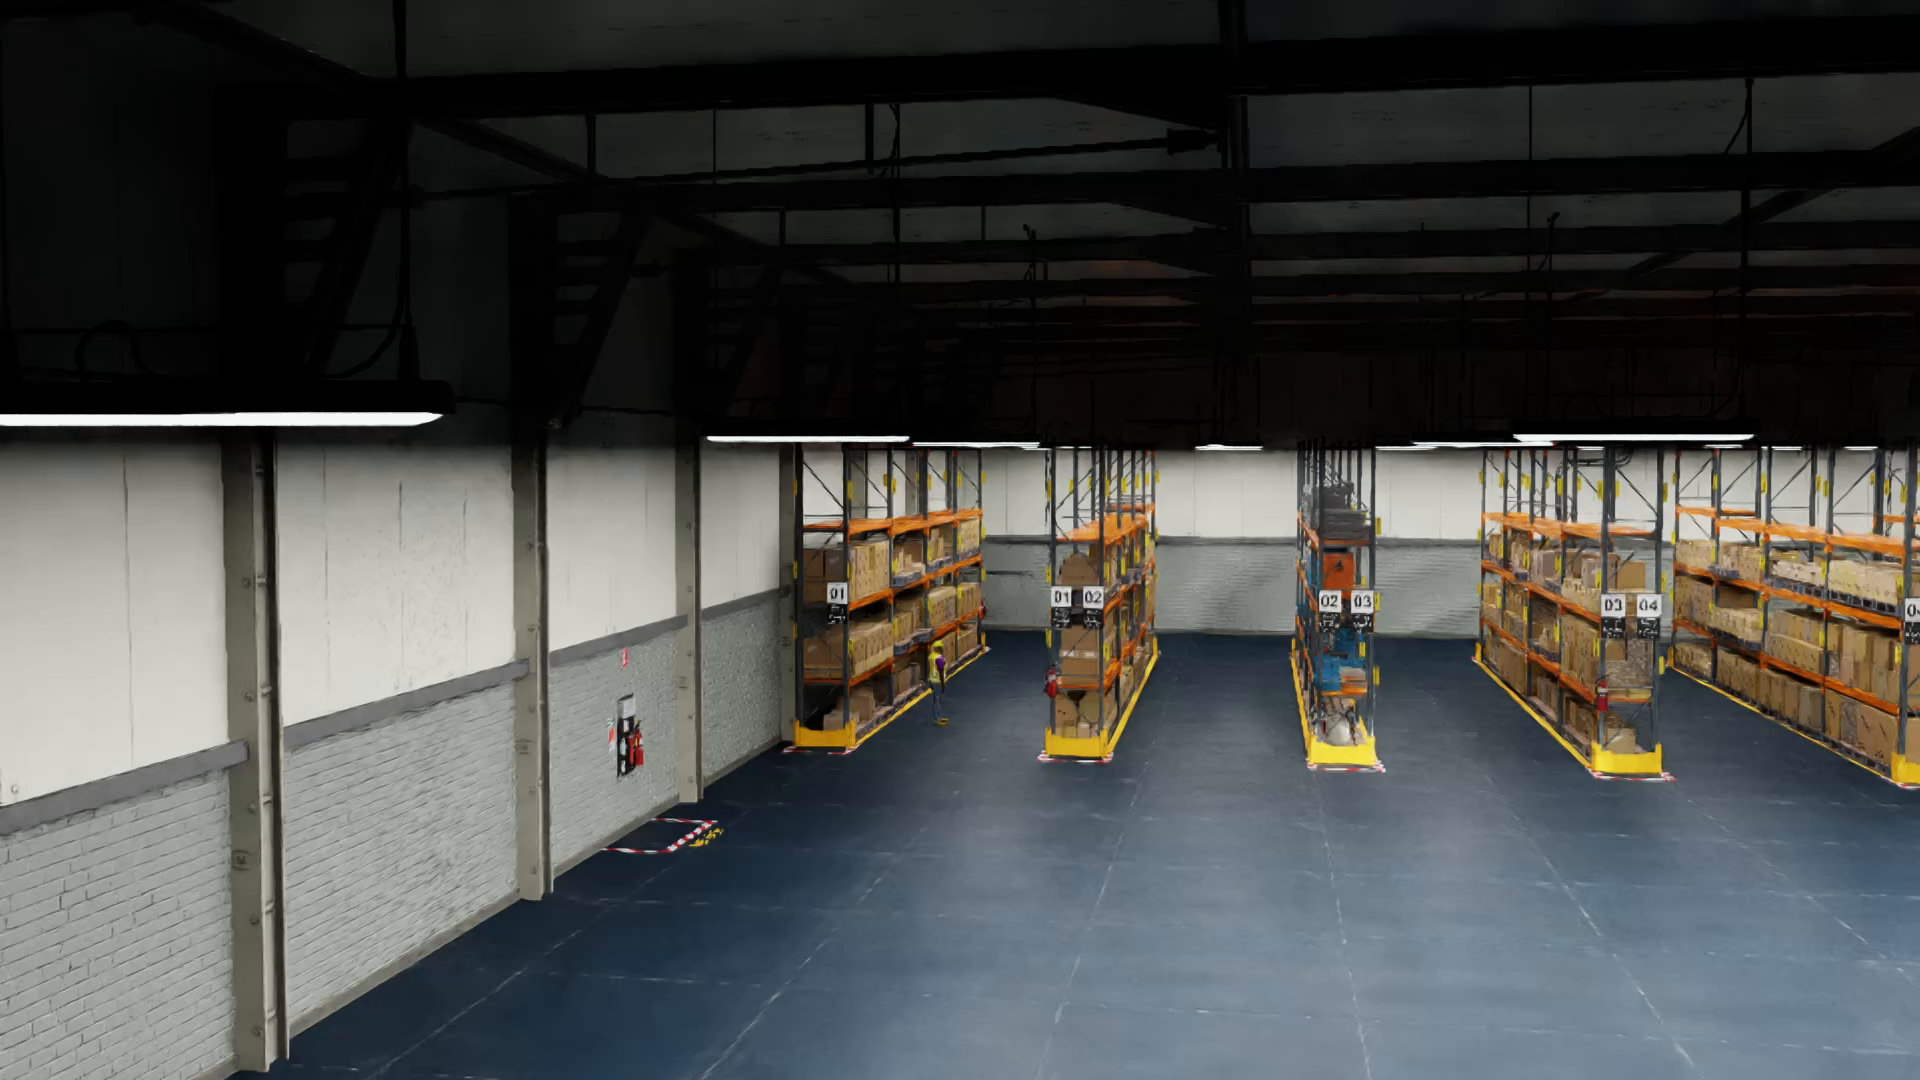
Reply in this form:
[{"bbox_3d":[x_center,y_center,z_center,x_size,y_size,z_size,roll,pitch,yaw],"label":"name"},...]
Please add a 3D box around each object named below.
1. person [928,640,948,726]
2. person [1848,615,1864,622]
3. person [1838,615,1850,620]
[{"bbox_3d":[-0.422,2.975,34.883,0.447,1.771,0.632,-1,3,-20],"label":"person"},{"bbox_3d":[25.540,2.381,47.415,0.683,1.662,0.837,0,3,-6],"label":"person"},{"bbox_3d":[21.862,2.697,41.211,0.563,1.660,0.593,2,3,28],"label":"person"}]
